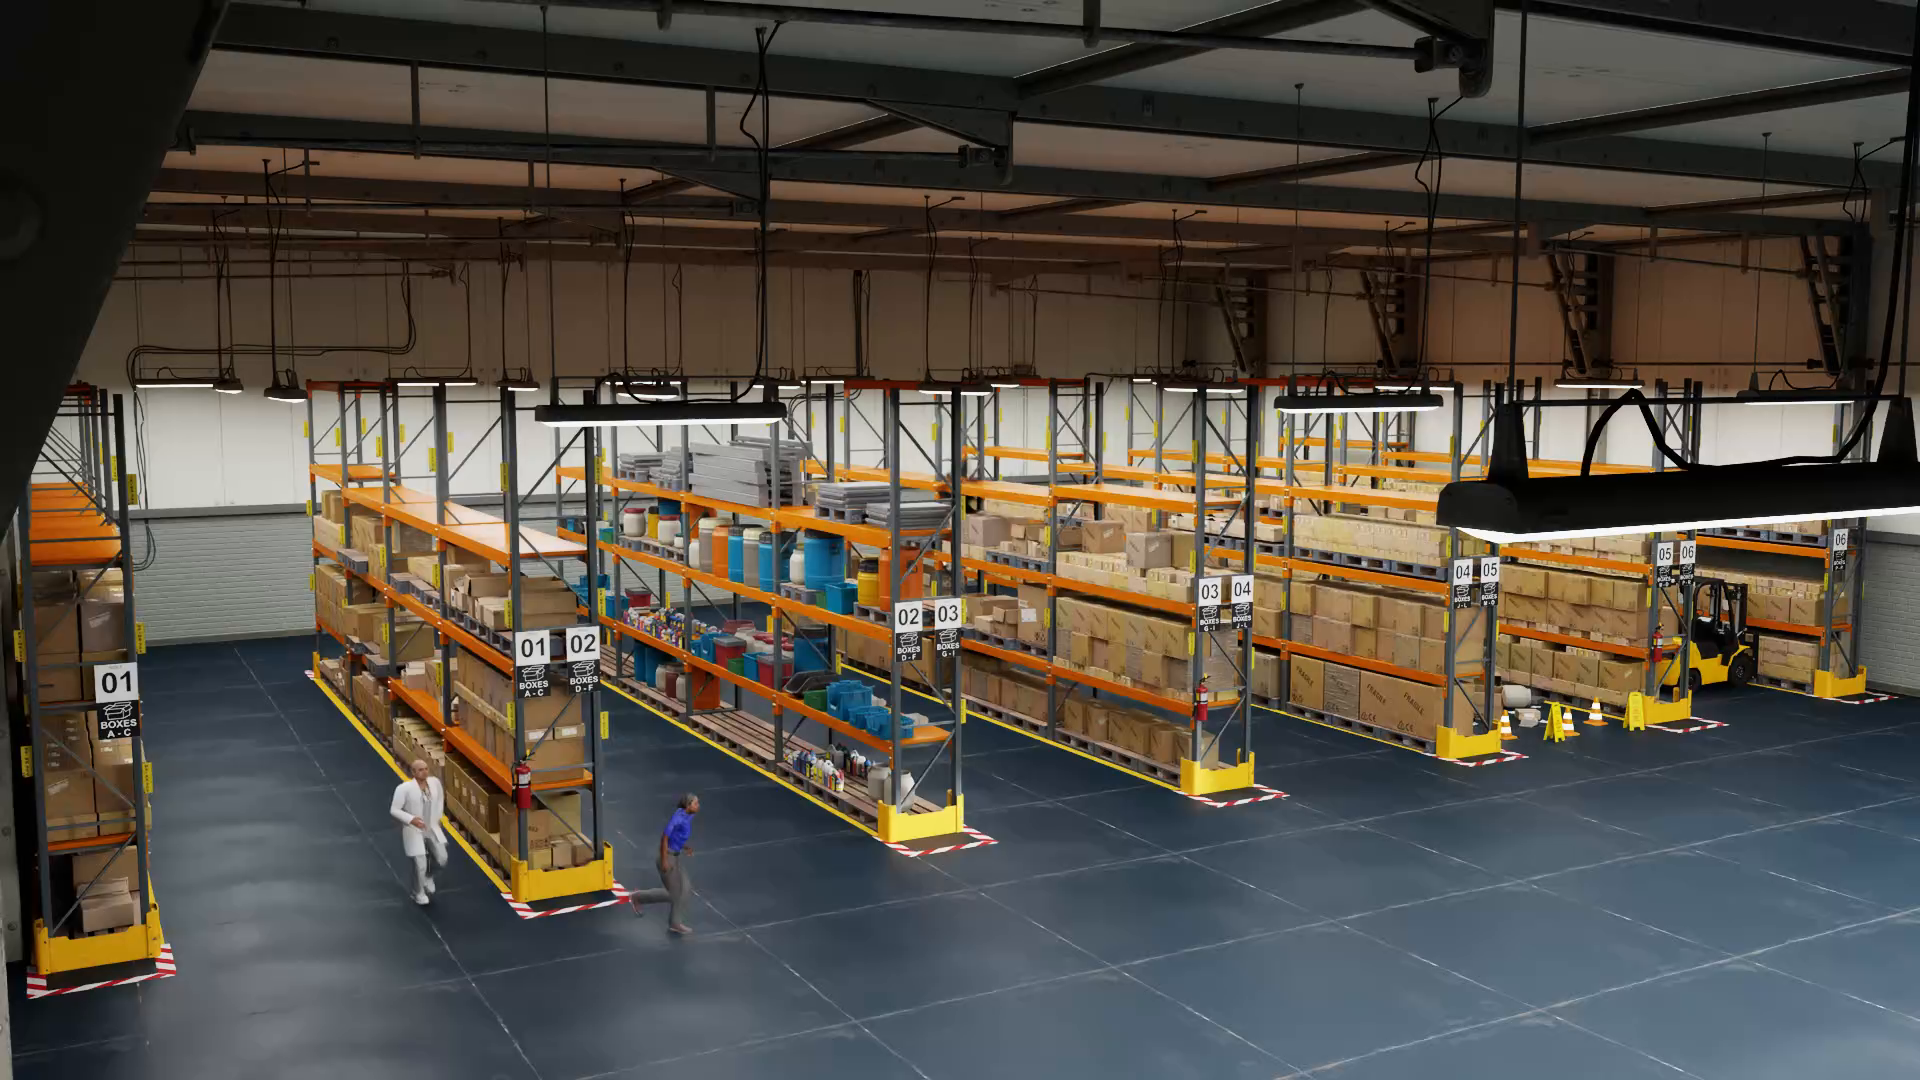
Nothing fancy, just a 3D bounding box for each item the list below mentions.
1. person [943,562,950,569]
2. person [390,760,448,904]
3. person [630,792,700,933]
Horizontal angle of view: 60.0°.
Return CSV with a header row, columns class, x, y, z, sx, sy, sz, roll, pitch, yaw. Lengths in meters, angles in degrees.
class,x,y,z,sx,sy,sz,roll,pitch,yaw
person,-0.398,1.340,38.826,0.743,1.717,0.551,-2,7,-22
person,-6.263,3.415,19.421,0.729,1.727,0.631,-6,8,-44
person,-3.289,3.598,18.553,0.793,1.598,0.567,-1,6,-7
